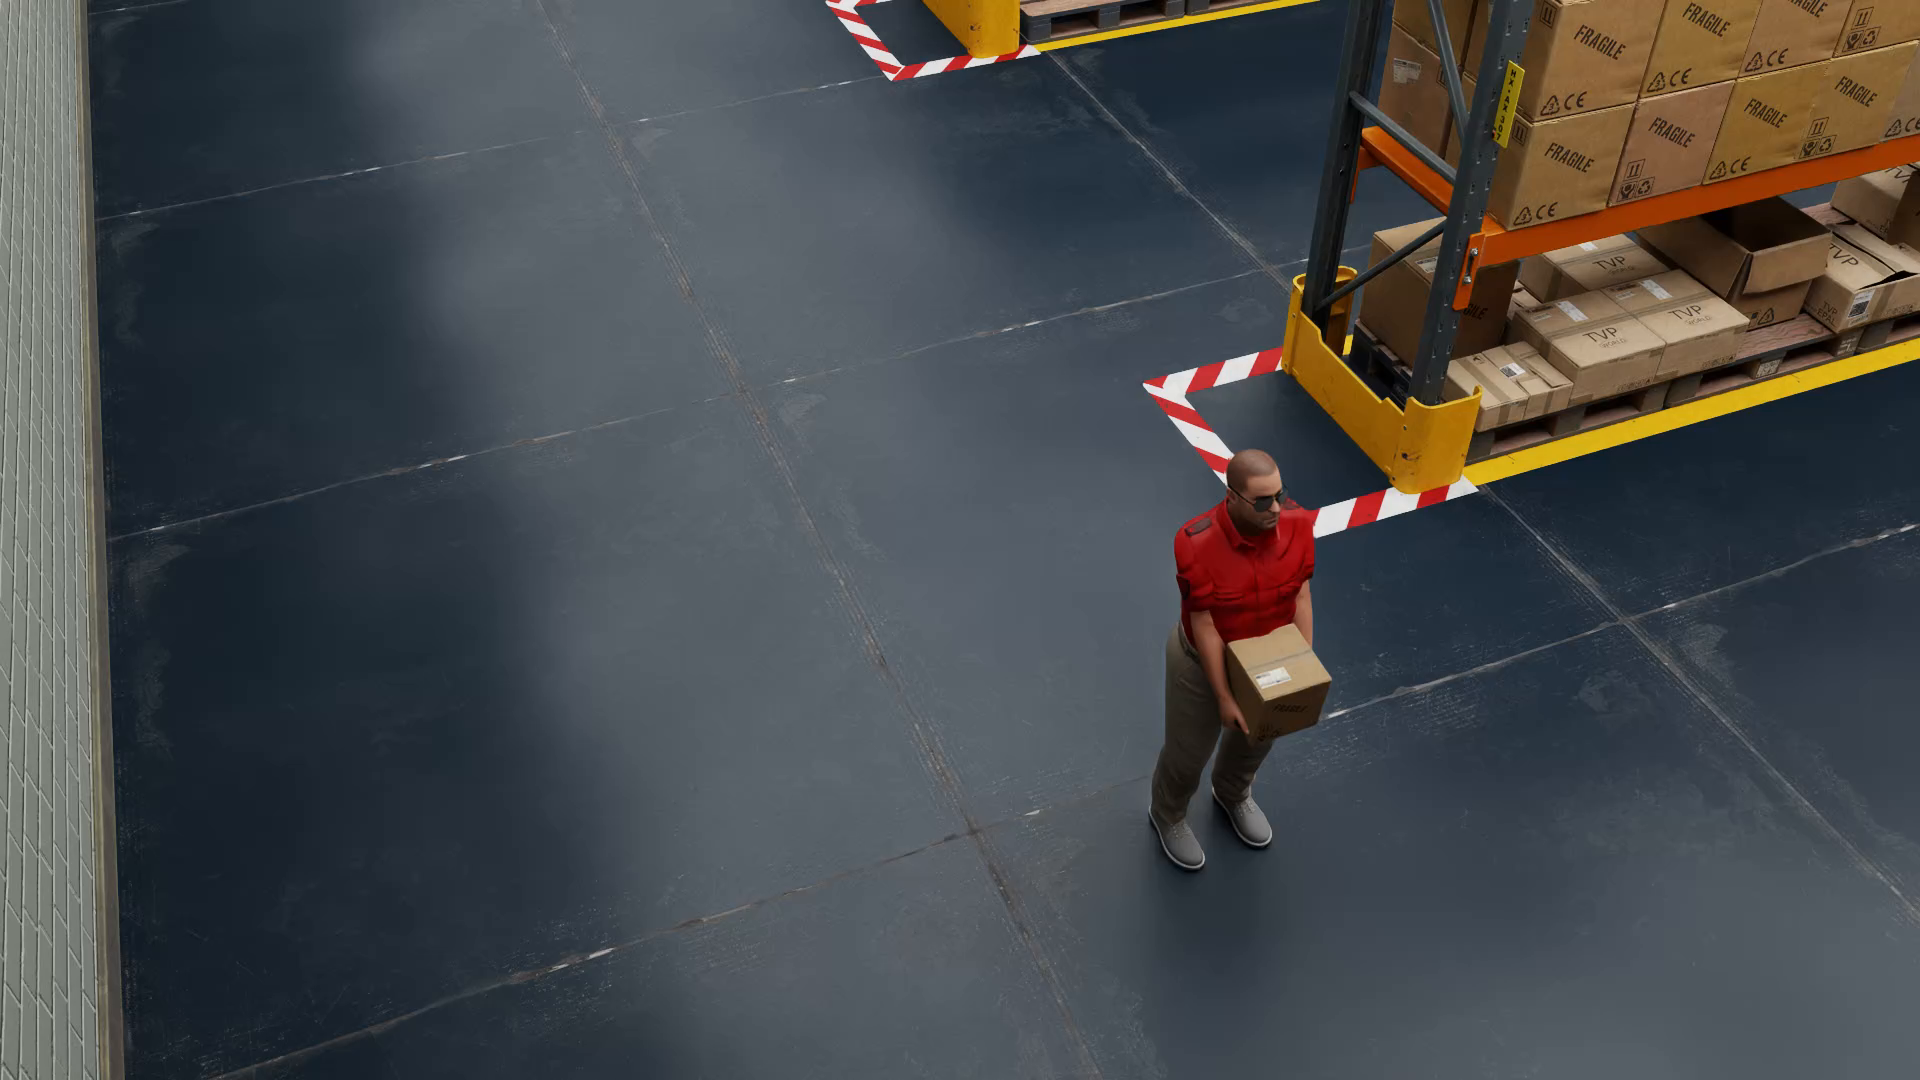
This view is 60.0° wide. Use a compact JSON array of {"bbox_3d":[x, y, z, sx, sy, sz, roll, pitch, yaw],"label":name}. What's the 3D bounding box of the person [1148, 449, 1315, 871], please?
[{"bbox_3d":[0.970,0.469,5.649,0.490,1.722,0.540,-15,44,-16],"label":"person"}]
